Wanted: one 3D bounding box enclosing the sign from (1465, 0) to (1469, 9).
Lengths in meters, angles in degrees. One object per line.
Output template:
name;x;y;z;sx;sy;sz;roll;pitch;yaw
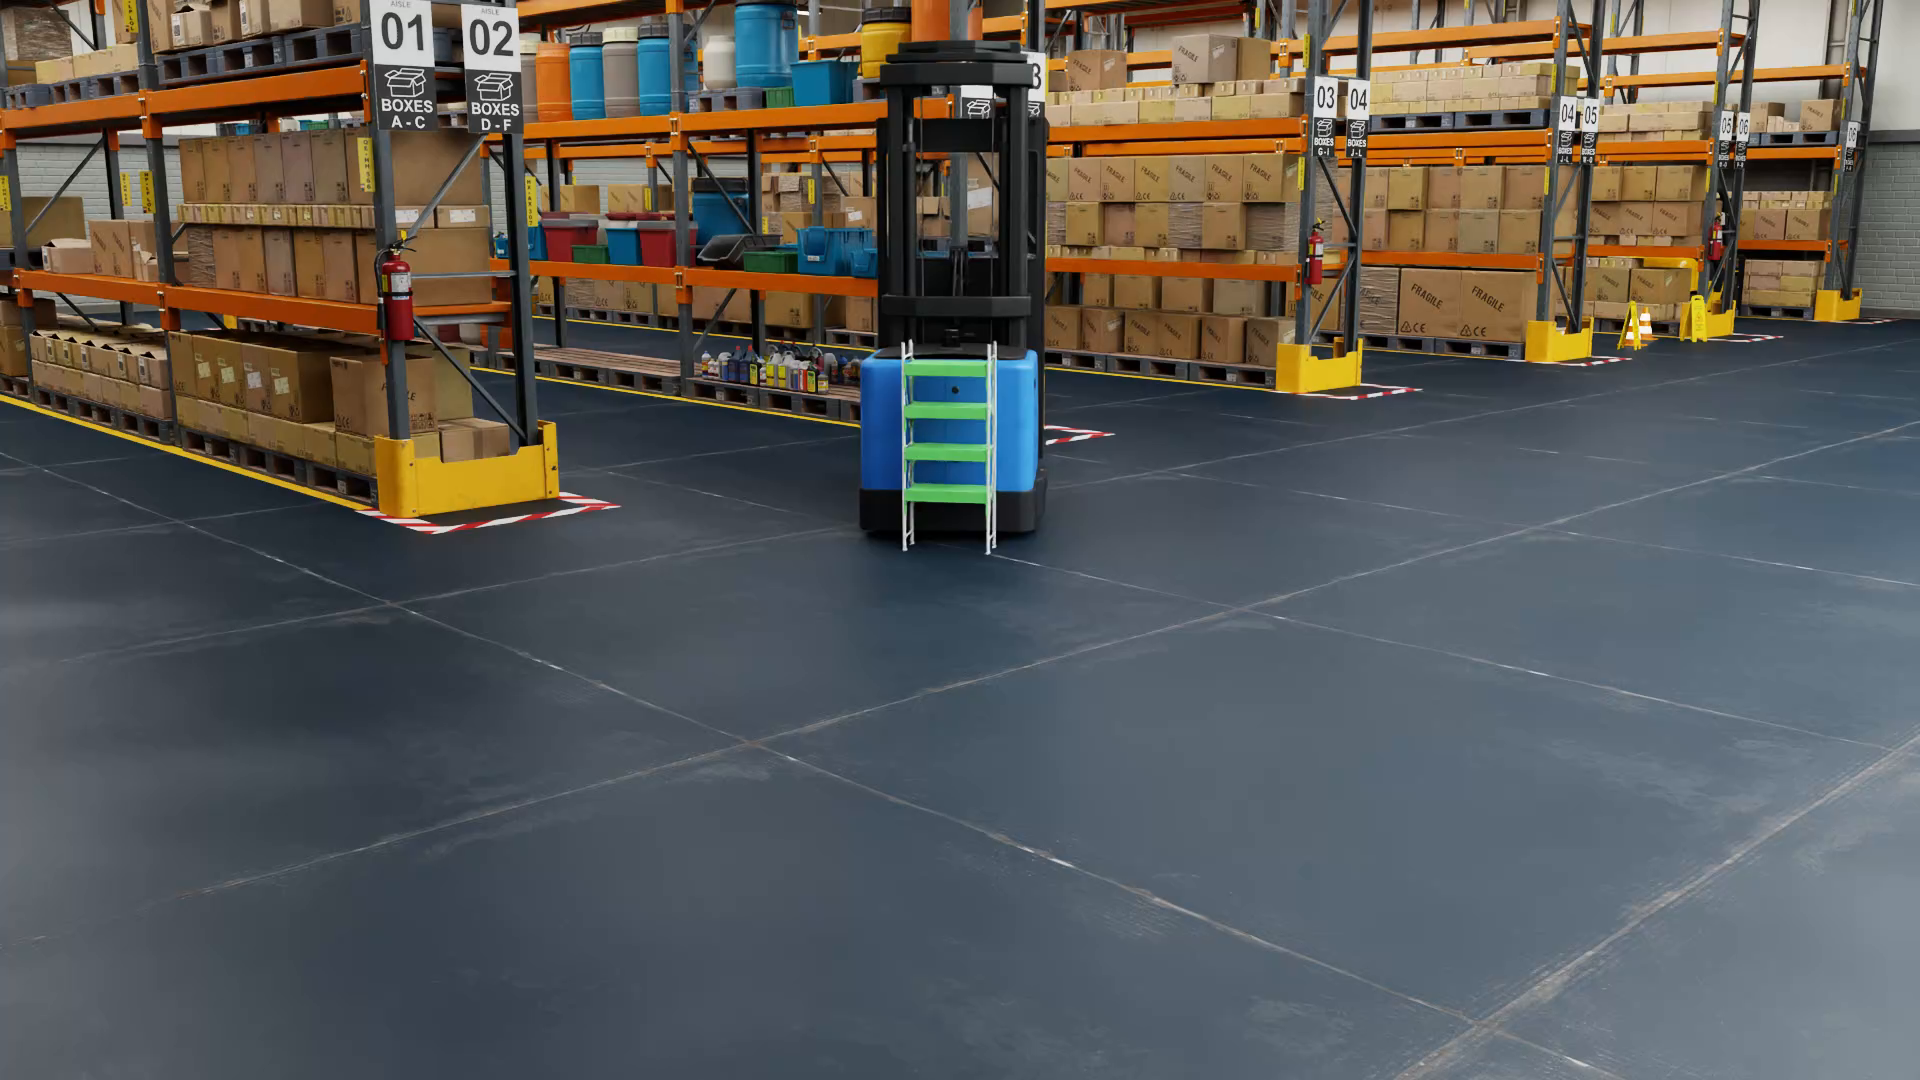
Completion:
sign;7.908;-8.452;25.928;0.100;0.325;0.005;-11;16;-43

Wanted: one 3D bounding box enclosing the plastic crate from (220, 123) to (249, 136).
plastic crate;-10.667;-6.047;24.720;0.497;0.269;0.590;-11;16;-43

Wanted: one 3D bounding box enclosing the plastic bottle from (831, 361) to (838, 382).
plastic bottle;-1.225;-1.664;16.399;0.097;0.201;0.097;0;12;0

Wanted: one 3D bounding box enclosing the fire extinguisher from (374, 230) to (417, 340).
fire extinguisher;-3.522;-1.592;10.399;0.296;0.674;0.183;-11;16;-43

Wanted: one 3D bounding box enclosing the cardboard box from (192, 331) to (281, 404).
cardboard box;-5.585;-1.339;12.892;0.500;0.500;0.500;-11;16;-43

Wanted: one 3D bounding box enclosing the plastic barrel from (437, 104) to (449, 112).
plastic barrel;-6.540;-5.549;20.599;0.433;0.535;0.433;0;12;0

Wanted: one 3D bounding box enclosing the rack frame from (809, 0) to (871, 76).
rack frame;-1.625;-7.198;22.548;1.000;3.000;0.127;-11;16;-43

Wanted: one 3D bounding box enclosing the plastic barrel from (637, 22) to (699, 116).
plastic barrel;-2.953;-4.744;16.830;0.600;0.901;0.708;-11;16;-43

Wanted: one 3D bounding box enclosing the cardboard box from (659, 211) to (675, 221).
cardboard box;-4.250;-4.790;25.482;0.500;0.500;0.500;-11;16;-42

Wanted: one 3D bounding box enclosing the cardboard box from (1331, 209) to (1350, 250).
cardboard box;5.454;-4.297;22.960;0.875;0.550;0.550;-11;16;-43

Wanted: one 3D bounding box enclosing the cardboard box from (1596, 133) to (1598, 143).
cardboard box;9.526;-6.050;25.033;0.380;0.149;0.250;-11;16;-43

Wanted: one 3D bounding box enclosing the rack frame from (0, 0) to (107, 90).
rack frame;-8.792;-5.818;15.850;1.000;3.000;0.127;-11;16;-43

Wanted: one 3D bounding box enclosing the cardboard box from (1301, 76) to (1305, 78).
cardboard box;4.800;-6.243;22.705;0.380;0.149;0.250;-11;16;-42

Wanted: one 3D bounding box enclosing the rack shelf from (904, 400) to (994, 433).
rack shelf;-0.061;-0.708;9.500;0.480;0.148;0.258;2;12;10

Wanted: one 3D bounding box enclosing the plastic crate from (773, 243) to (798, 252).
plastic crate;-1.484;-2.789;16.385;0.499;0.251;0.616;-11;16;-43

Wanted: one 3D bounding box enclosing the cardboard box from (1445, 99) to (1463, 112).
cardboard box;6.379;-5.519;21.167;0.380;0.149;0.250;-11;16;-43

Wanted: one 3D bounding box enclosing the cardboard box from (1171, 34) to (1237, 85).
cardboard box;2.647;-5.192;18.020;0.500;0.500;0.500;-11;16;-43

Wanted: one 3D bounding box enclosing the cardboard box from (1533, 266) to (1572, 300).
cardboard box;9.252;-4.007;25.842;0.500;0.500;0.500;-10;15;-40

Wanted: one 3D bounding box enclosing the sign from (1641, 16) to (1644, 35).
sign;12.311;-9.296;30.025;0.100;0.325;0.005;-11;16;-43

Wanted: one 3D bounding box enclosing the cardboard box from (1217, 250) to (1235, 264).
cardboard box;3.010;-3.086;18.081;0.380;0.149;0.250;-11;16;-43

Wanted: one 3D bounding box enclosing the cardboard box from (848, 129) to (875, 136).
cardboard box;-1.130;-5.476;21.997;0.500;0.250;0.500;-10;16;-41

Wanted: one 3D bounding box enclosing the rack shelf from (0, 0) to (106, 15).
rack shelf;-7.411;-4.978;14.547;1.077;0.370;4.000;-11;16;-43

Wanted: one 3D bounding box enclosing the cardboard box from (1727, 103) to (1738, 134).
cardboard box;13.162;-7.224;28.566;0.797;0.503;0.637;-10;15;-41

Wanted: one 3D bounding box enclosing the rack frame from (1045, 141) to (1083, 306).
rack frame;1.138;-3.676;20.320;1.000;3.000;0.127;-11;16;-43

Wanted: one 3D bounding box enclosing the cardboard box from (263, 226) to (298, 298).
cardboard box;-4.651;-2.057;12.213;0.700;0.500;0.500;-10;15;-41

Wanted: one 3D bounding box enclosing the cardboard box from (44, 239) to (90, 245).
cardboard box;-8.572;-2.777;16.177;0.500;0.311;0.500;-10;15;-39

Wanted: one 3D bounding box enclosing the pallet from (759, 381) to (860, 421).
pallet;-1.164;-1.338;15.883;1.003;0.211;1.213;-11;16;-43

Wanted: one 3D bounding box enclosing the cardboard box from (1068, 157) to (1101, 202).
cardboard box;1.611;-4.186;19.335;0.500;0.500;0.500;-11;16;-43

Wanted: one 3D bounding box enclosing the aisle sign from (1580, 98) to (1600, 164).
aisle sign;7.823;-5.073;20.660;0.394;0.787;0.004;-11;16;-43

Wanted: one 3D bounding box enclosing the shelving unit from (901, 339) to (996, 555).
shelving unit;-0.061;-0.535;9.536;0.503;1.200;0.258;2;12;10

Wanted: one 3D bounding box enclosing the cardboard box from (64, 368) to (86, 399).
cardboard box;-7.932;-1.473;15.401;0.500;0.250;0.500;11;16;44

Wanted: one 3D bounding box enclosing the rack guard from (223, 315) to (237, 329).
rack guard;-10.757;-3.514;25.731;1.175;0.500;0.348;-11;16;-43

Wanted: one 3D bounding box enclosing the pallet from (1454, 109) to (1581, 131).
pallet;7.037;-5.301;20.994;1.003;0.211;1.213;-11;16;-43

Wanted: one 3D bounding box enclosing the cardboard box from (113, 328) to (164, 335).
cardboard box;-7.889;-1.896;16.066;0.500;0.311;0.500;-11;16;-43

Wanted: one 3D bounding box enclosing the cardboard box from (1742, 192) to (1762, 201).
cardboard box;13.484;-5.836;28.212;0.380;0.149;0.250;-10;16;-41

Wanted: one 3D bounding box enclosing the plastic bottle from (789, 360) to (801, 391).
plastic bottle;-1.518;-1.551;15.667;0.135;0.276;0.152;11;16;44

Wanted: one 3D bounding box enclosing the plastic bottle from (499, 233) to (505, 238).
plastic bottle;-5.696;-3.694;20.729;0.097;0.271;0.097;0;12;0

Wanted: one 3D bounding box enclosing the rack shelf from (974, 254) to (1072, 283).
rack shelf;-0.243;-3.615;21.809;1.077;0.370;4.000;-11;16;-43

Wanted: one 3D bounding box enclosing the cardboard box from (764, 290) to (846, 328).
cardboard box;-2.086;-3.528;23.828;0.875;0.875;1.225;11;16;43

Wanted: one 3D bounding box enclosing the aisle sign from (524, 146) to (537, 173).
aisle sign;-7.416;-6.669;28.406;0.394;0.787;0.004;-11;16;-43

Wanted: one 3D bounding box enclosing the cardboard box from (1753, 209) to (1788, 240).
cardboard box;13.774;-5.327;28.084;0.500;0.500;0.500;-10;15;-41

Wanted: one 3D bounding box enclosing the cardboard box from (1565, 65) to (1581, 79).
cardboard box;7.557;-5.853;20.811;0.380;0.149;0.250;-11;16;-42

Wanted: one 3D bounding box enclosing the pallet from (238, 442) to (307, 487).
pallet;-4.664;-0.630;12.447;1.003;0.211;1.213;-11;16;-43

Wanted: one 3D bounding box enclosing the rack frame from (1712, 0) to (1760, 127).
rack frame;11.068;-7.411;23.584;1.000;3.000;0.127;-11;16;-43

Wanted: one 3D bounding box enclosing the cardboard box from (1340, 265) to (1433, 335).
cardboard box;5.804;-3.285;22.646;0.875;0.875;0.875;-11;16;-42

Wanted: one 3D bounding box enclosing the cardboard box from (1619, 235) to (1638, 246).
cardboard box;10.038;-4.470;24.797;0.380;0.149;0.250;-11;16;-42

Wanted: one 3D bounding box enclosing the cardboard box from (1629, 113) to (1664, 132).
cardboard box;10.182;-6.127;24.418;0.500;0.250;0.500;-11;16;-43

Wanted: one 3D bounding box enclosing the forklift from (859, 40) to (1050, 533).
forklift;0.028;-1.723;11.009;1.130;2.935;3.031;1;12;4

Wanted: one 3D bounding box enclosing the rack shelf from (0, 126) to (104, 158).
rack shelf;-10.173;-4.288;17.642;1.077;0.370;4.000;-11;16;-43

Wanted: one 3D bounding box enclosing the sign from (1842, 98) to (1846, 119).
sign;14.253;-6.956;26.808;0.100;0.325;0.005;-11;16;-43

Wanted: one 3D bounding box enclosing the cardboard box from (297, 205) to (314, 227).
cardboard box;-4.381;-2.259;11.586;0.380;0.149;0.250;-10;15;-41

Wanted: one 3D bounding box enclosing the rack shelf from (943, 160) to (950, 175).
rack shelf;1.399;-7.633;33.877;1.077;0.370;4.000;-11;16;-43

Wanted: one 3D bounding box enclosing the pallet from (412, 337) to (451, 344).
pallet;-6.620;-2.491;21.479;1.003;0.211;1.213;-11;16;-43

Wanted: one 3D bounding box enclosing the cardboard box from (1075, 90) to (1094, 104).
cardboard box;1.545;-5.104;19.204;0.380;0.149;0.250;-11;16;-42

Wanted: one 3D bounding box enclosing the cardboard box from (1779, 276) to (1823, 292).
cardboard box;14.093;-4.297;27.867;0.500;0.250;0.500;-11;16;-43

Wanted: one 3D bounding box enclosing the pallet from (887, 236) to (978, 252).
pallet;-0.228;-3.883;21.798;1.003;0.211;1.213;-11;16;-43

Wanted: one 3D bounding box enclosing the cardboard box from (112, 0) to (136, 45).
cardboard box;-6.837;-4.440;14.068;0.500;0.500;0.500;-9;15;-37
